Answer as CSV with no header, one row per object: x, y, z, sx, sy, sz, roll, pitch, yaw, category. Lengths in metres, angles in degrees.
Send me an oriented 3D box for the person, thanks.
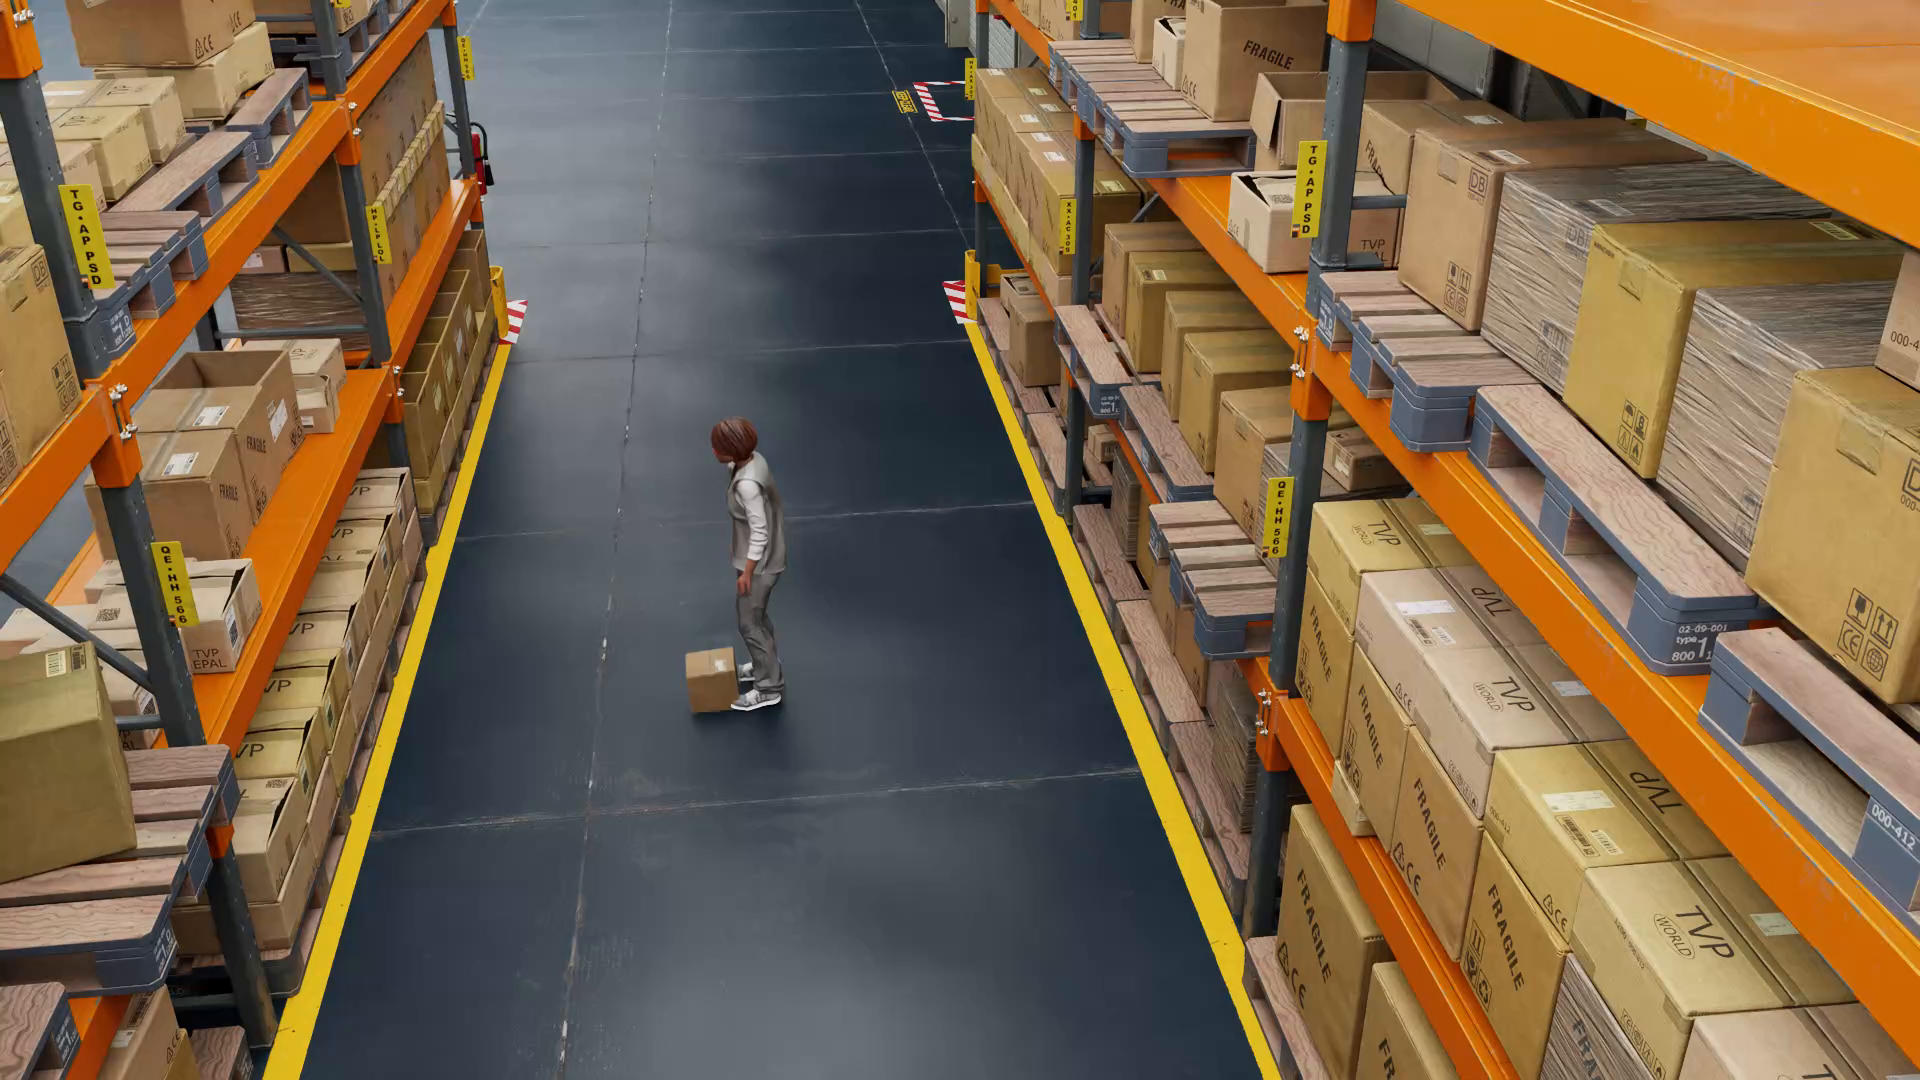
-1.049,0.108,8.423,0.342,1.594,0.460,-5,28,-9,person
